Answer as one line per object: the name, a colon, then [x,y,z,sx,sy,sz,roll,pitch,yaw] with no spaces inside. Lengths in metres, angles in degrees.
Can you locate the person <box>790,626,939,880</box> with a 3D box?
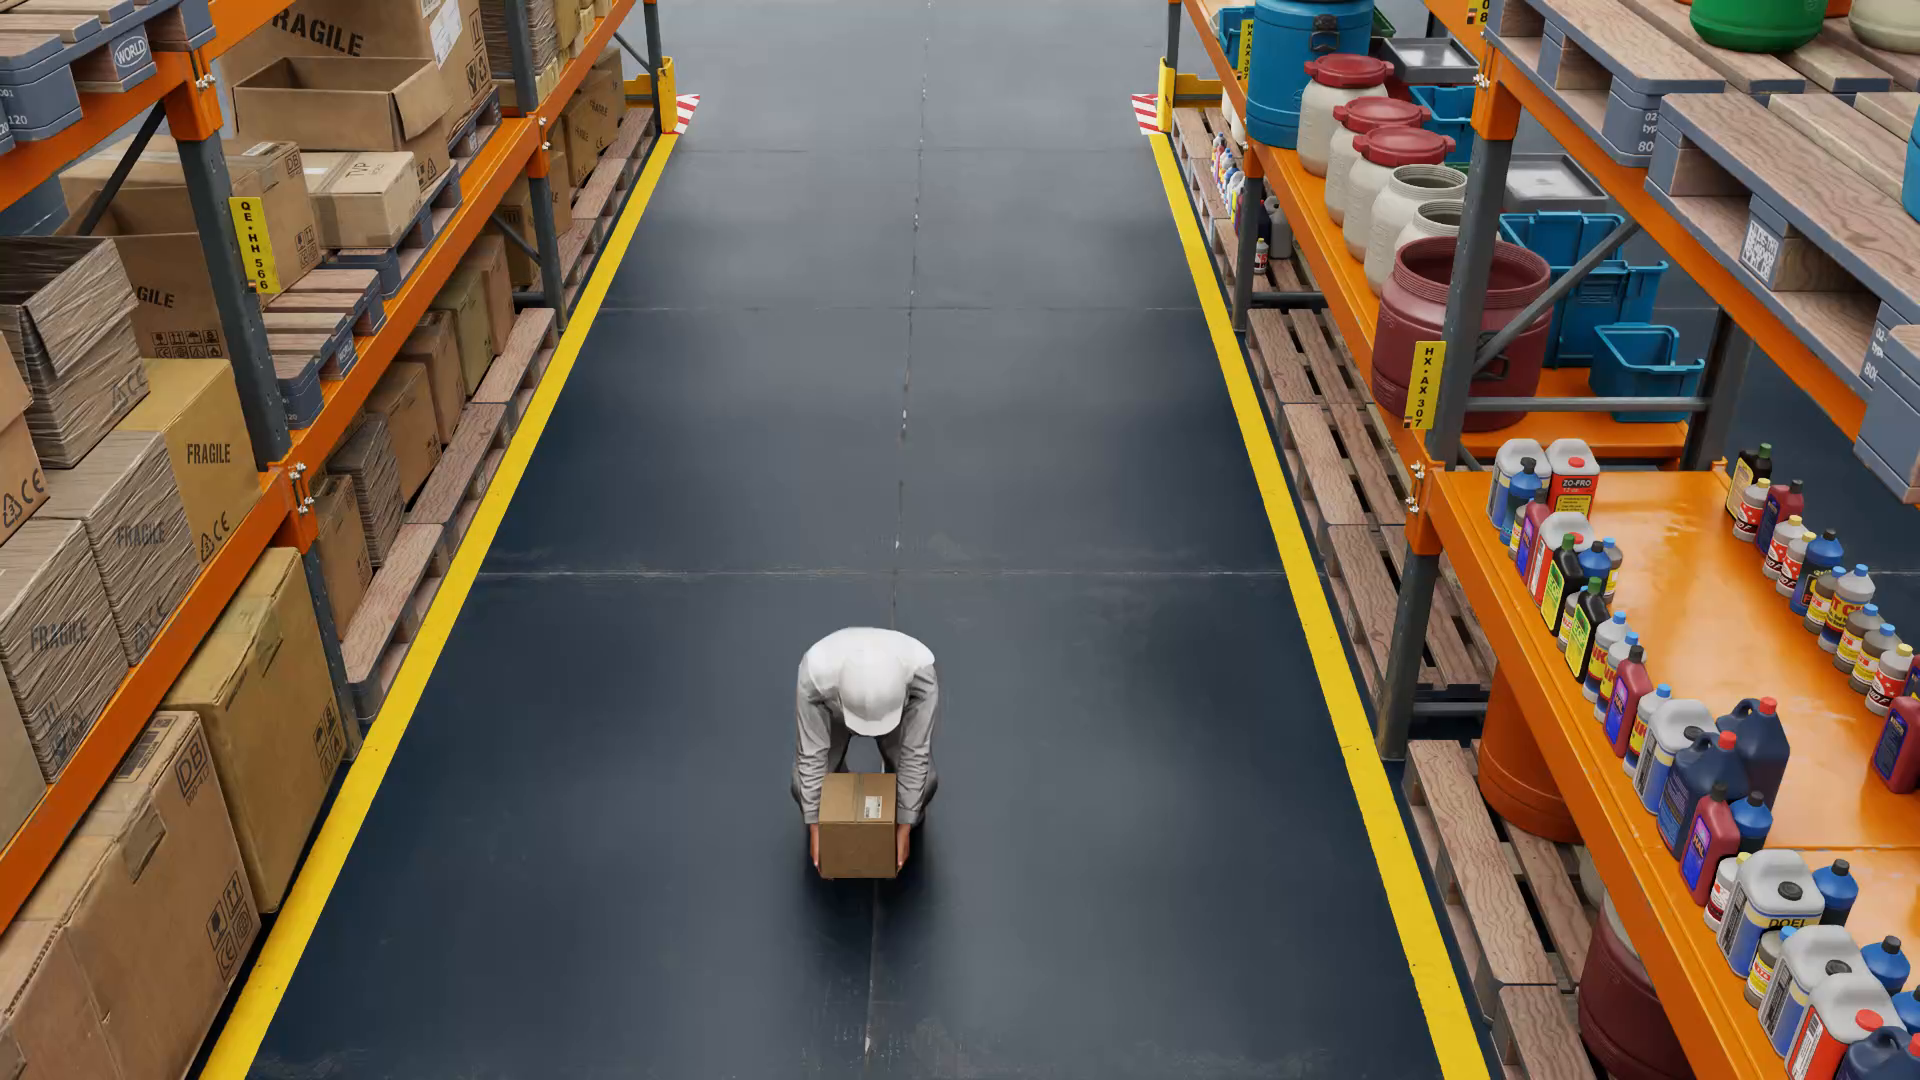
person: [-0.336,0.639,5.806,0.523,1.011,0.883,-1,31,-1]
